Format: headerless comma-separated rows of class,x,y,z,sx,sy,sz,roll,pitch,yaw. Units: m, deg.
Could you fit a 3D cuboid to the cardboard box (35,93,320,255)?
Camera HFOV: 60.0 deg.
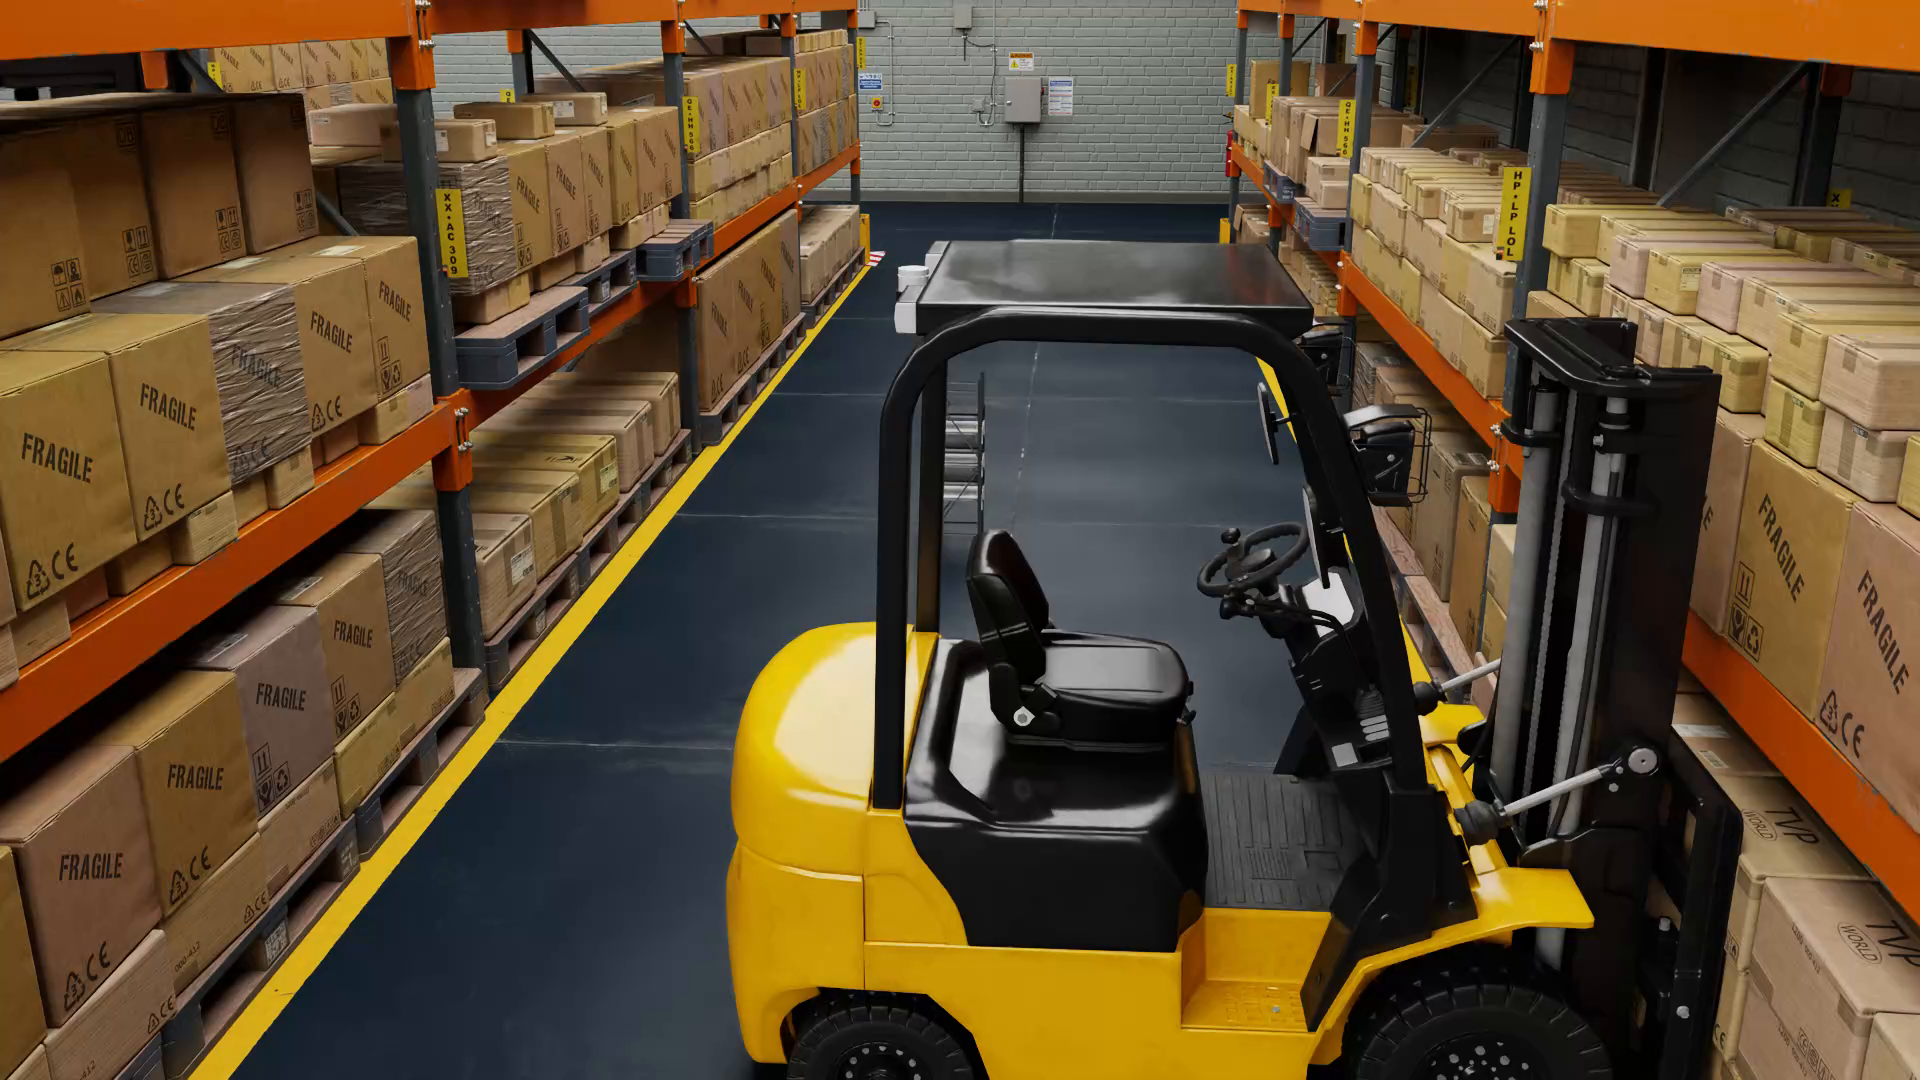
cardboard box,-2.690,-1.275,5.754,0.700,0.500,0.500,1,18,3

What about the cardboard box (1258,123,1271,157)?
cardboard box,2.896,-3.508,14.574,0.500,0.250,0.500,1,18,4

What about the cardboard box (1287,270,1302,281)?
cardboard box,2.795,-1.819,12.997,0.500,0.500,0.500,1,18,3

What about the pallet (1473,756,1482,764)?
pallet,2.410,0.938,5.722,1.003,0.211,1.213,1,18,4

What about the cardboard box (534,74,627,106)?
cardboard box,-2.380,-2.675,10.502,0.500,0.500,0.500,1,18,2

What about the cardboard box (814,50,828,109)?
cardboard box,-1.503,-4.209,15.183,0.500,0.500,0.500,2,18,5

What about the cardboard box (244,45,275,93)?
cardboard box,-6.516,-4.267,14.884,0.500,0.500,0.500,1,18,2

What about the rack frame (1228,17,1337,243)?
rack frame,3.369,-4.360,17.413,1.000,3.000,0.127,1,18,4

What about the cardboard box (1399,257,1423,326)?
cardboard box,2.410,-1.195,7.993,0.500,0.250,0.500,2,18,6

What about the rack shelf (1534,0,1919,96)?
rack shelf,2.365,-1.096,3.788,1.077,0.370,4.000,1,18,4

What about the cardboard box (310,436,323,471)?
cardboard box,-2.301,-0.283,5.374,0.380,0.149,0.250,1,18,3

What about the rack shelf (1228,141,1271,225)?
rack shelf,3.225,-3.397,15.629,1.077,0.370,4.000,1,18,4

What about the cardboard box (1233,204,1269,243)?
cardboard box,3.230,-3.186,17.163,0.797,0.503,0.637,1,18,2

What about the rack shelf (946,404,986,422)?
rack shelf,0.001,-0.655,8.717,0.258,0.077,0.200,1,18,4

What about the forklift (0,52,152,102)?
forklift,-5.152,-1.715,9.451,1.130,2.935,3.031,12,21,32

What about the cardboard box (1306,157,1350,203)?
cardboard box,2.548,-2.339,10.810,0.500,0.250,0.500,0,18,1

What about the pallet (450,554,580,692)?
pallet,-2.388,0.340,7.546,1.003,0.211,1.213,1,18,4

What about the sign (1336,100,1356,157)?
sign,2.253,-2.398,9.690,0.100,0.325,0.005,1,18,4

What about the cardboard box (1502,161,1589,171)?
cardboard box,3.039,-1.885,8.657,0.380,0.149,0.250,1,18,3

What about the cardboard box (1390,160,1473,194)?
cardboard box,2.462,-1.894,8.685,0.380,0.149,0.250,1,18,5

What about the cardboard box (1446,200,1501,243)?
cardboard box,2.269,-1.340,6.994,0.380,0.149,0.250,1,18,2

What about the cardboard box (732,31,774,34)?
cardboard box,-1.992,-4.794,15.929,0.380,0.149,0.250,1,18,4

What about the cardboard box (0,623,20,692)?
cardboard box,-2.331,0.281,3.653,0.380,0.149,0.250,2,18,5

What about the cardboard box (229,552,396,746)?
cardboard box,-2.252,0.355,5.558,0.500,0.500,0.500,2,18,5

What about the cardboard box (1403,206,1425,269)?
cardboard box,2.416,-1.433,7.917,0.500,0.250,0.500,2,18,5

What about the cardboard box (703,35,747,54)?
cardboard box,-2.037,-4.241,14.240,0.380,0.149,0.250,2,18,5

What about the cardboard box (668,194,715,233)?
cardboard box,-1.870,-2.061,10.635,0.500,0.250,0.500,1,18,3

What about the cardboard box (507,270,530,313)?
cardboard box,-2.061,-1.065,7.086,0.380,0.149,0.250,2,18,5

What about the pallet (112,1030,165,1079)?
pallet,-2.630,1.549,3.856,1.003,0.211,1.213,1,18,4

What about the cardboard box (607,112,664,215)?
cardboard box,-1.937,-2.066,9.097,0.500,0.500,0.500,1,18,3

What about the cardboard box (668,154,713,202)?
cardboard box,-1.873,-2.304,10.574,0.500,0.250,0.500,1,18,4

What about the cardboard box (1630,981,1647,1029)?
cardboard box,2.045,1.092,4.515,0.500,0.250,0.500,2,18,6

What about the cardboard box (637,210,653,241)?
cardboard box,-1.891,-1.716,9.073,0.380,0.149,0.250,0,18,1

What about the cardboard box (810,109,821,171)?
cardboard box,-1.534,-3.571,14.844,0.500,0.500,0.500,1,18,4

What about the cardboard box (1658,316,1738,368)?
cardboard box,2.103,-0.499,4.427,0.380,0.149,0.250,1,18,2

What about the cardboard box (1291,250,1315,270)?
cardboard box,2.848,-2.245,13.255,0.380,0.149,0.250,1,18,2

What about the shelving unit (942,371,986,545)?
shelving unit,0.001,-0.430,8.791,0.258,0.900,0.210,1,18,4

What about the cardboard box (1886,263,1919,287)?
cardboard box,2.663,-0.628,4.341,0.380,0.149,0.250,1,18,3

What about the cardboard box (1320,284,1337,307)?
cardboard box,2.711,-1.680,11.530,0.380,0.149,0.250,1,18,3

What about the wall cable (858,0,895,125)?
wall cable,-1.201,-6.720,22.931,0.585,1.953,0.123,1,18,4

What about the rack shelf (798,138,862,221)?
rack shelf,-1.726,-3.507,15.964,1.077,0.370,4.000,1,18,4

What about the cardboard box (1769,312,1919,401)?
cardboard box,2.029,-0.403,3.655,0.380,0.149,0.250,2,18,5

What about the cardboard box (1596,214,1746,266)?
cardboard box,2.279,-0.955,5.339,0.380,0.149,0.250,2,18,5

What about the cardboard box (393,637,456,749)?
cardboard box,-2.217,0.554,6.158,0.500,0.250,0.500,2,18,6

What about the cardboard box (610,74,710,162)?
cardboard box,-1.877,-2.656,10.445,0.500,0.500,0.500,1,18,2

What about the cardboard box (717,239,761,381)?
cardboard box,-1.955,-1.665,11.925,0.875,0.875,0.875,2,18,5

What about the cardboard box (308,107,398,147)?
cardboard box,-2.598,-1.803,7.252,0.380,0.149,0.250,1,18,2

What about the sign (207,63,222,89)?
sign,-6.260,-3.846,13.983,0.100,0.325,0.005,1,18,4

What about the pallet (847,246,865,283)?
pallet,-1.562,-2.895,17.419,1.003,0.211,1.213,1,18,4

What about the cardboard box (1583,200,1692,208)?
cardboard box,2.836,-1.333,6.972,0.380,0.149,0.250,1,18,3

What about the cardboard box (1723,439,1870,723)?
cardboard box,2.078,0.083,3.693,0.500,0.500,0.500,1,18,3

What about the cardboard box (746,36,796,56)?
cardboard box,-1.588,-4.151,13.966,0.380,0.149,0.250,1,18,3

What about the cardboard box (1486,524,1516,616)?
cardboard box,2.161,0.142,5.809,0.500,0.250,0.500,1,18,3

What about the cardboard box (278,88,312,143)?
cardboard box,-6.426,-3.953,15.533,0.500,0.500,0.500,1,18,3
